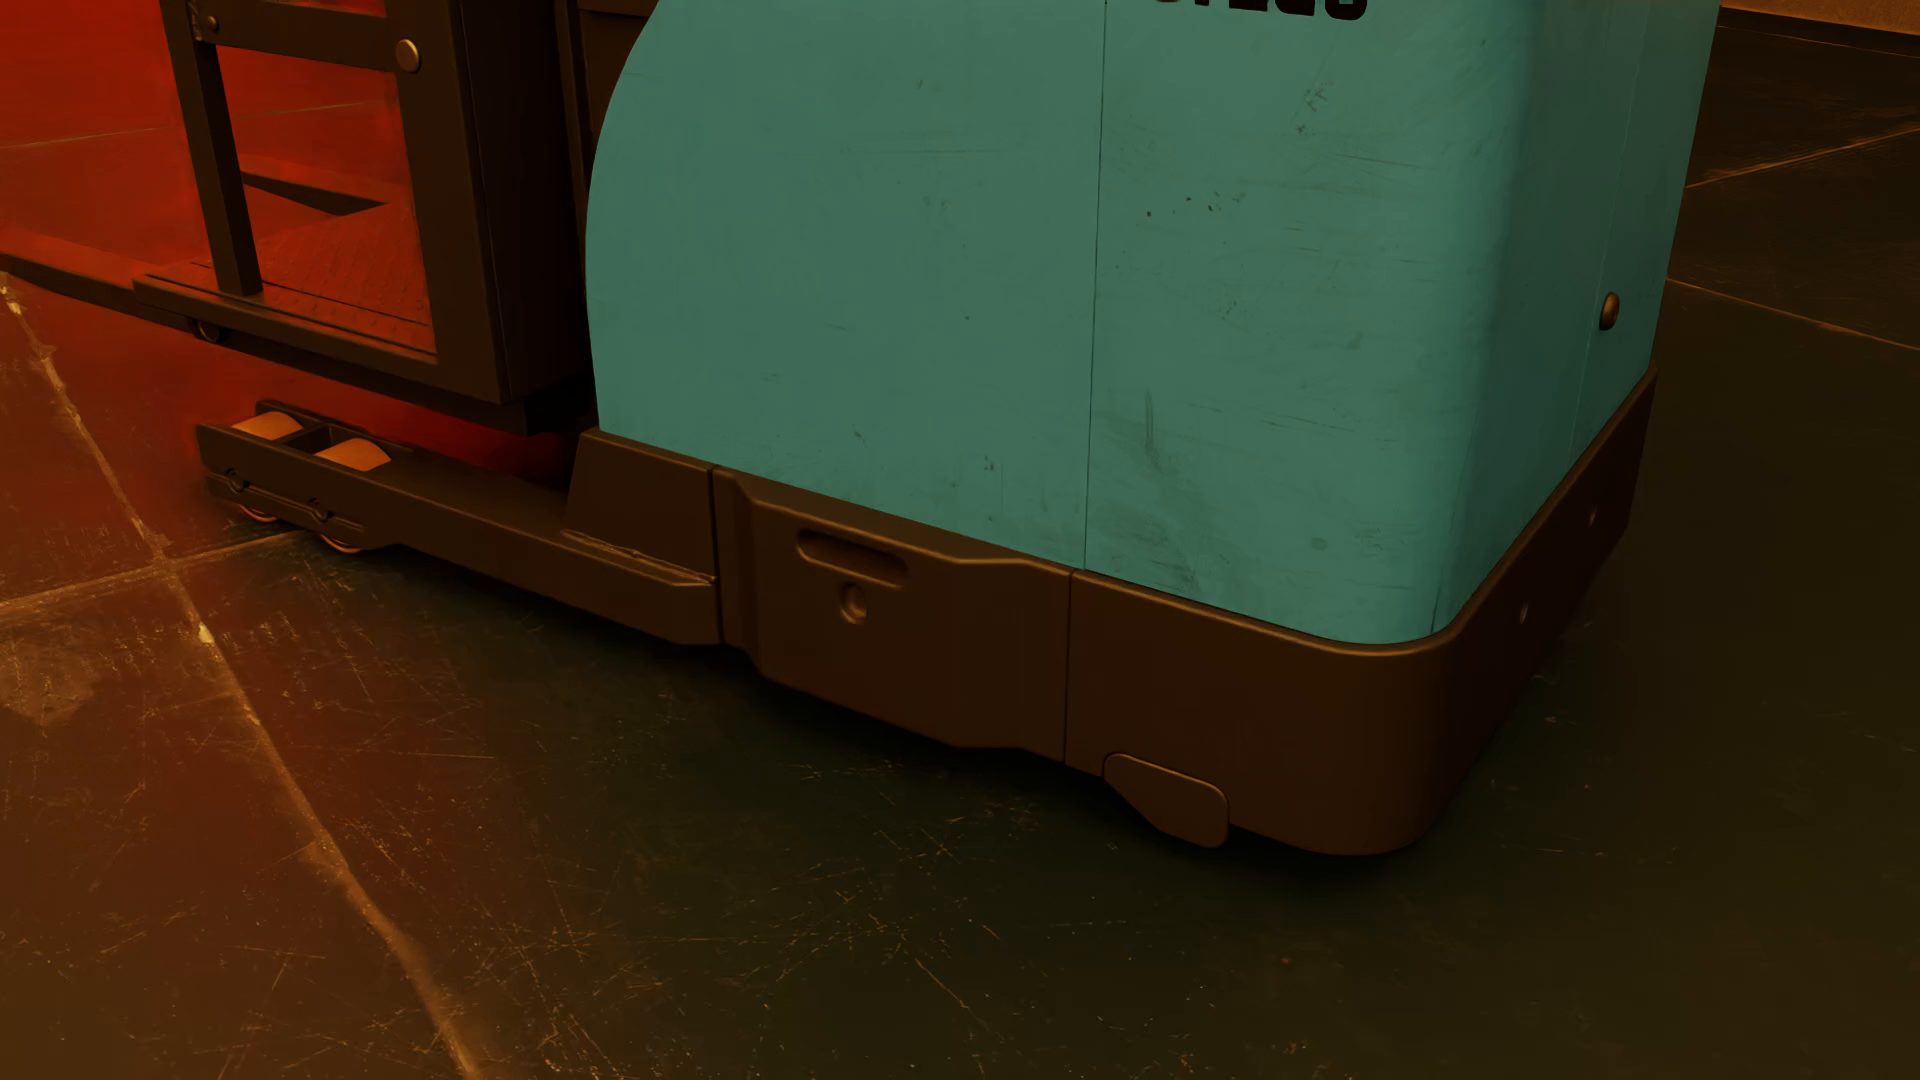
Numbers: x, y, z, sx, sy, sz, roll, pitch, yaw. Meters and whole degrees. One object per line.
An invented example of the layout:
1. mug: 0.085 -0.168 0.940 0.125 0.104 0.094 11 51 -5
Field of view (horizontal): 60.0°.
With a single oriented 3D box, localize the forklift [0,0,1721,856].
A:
1. forklift: -0.553 -1.471 2.163 3.031 2.935 1.130 16 31 29
